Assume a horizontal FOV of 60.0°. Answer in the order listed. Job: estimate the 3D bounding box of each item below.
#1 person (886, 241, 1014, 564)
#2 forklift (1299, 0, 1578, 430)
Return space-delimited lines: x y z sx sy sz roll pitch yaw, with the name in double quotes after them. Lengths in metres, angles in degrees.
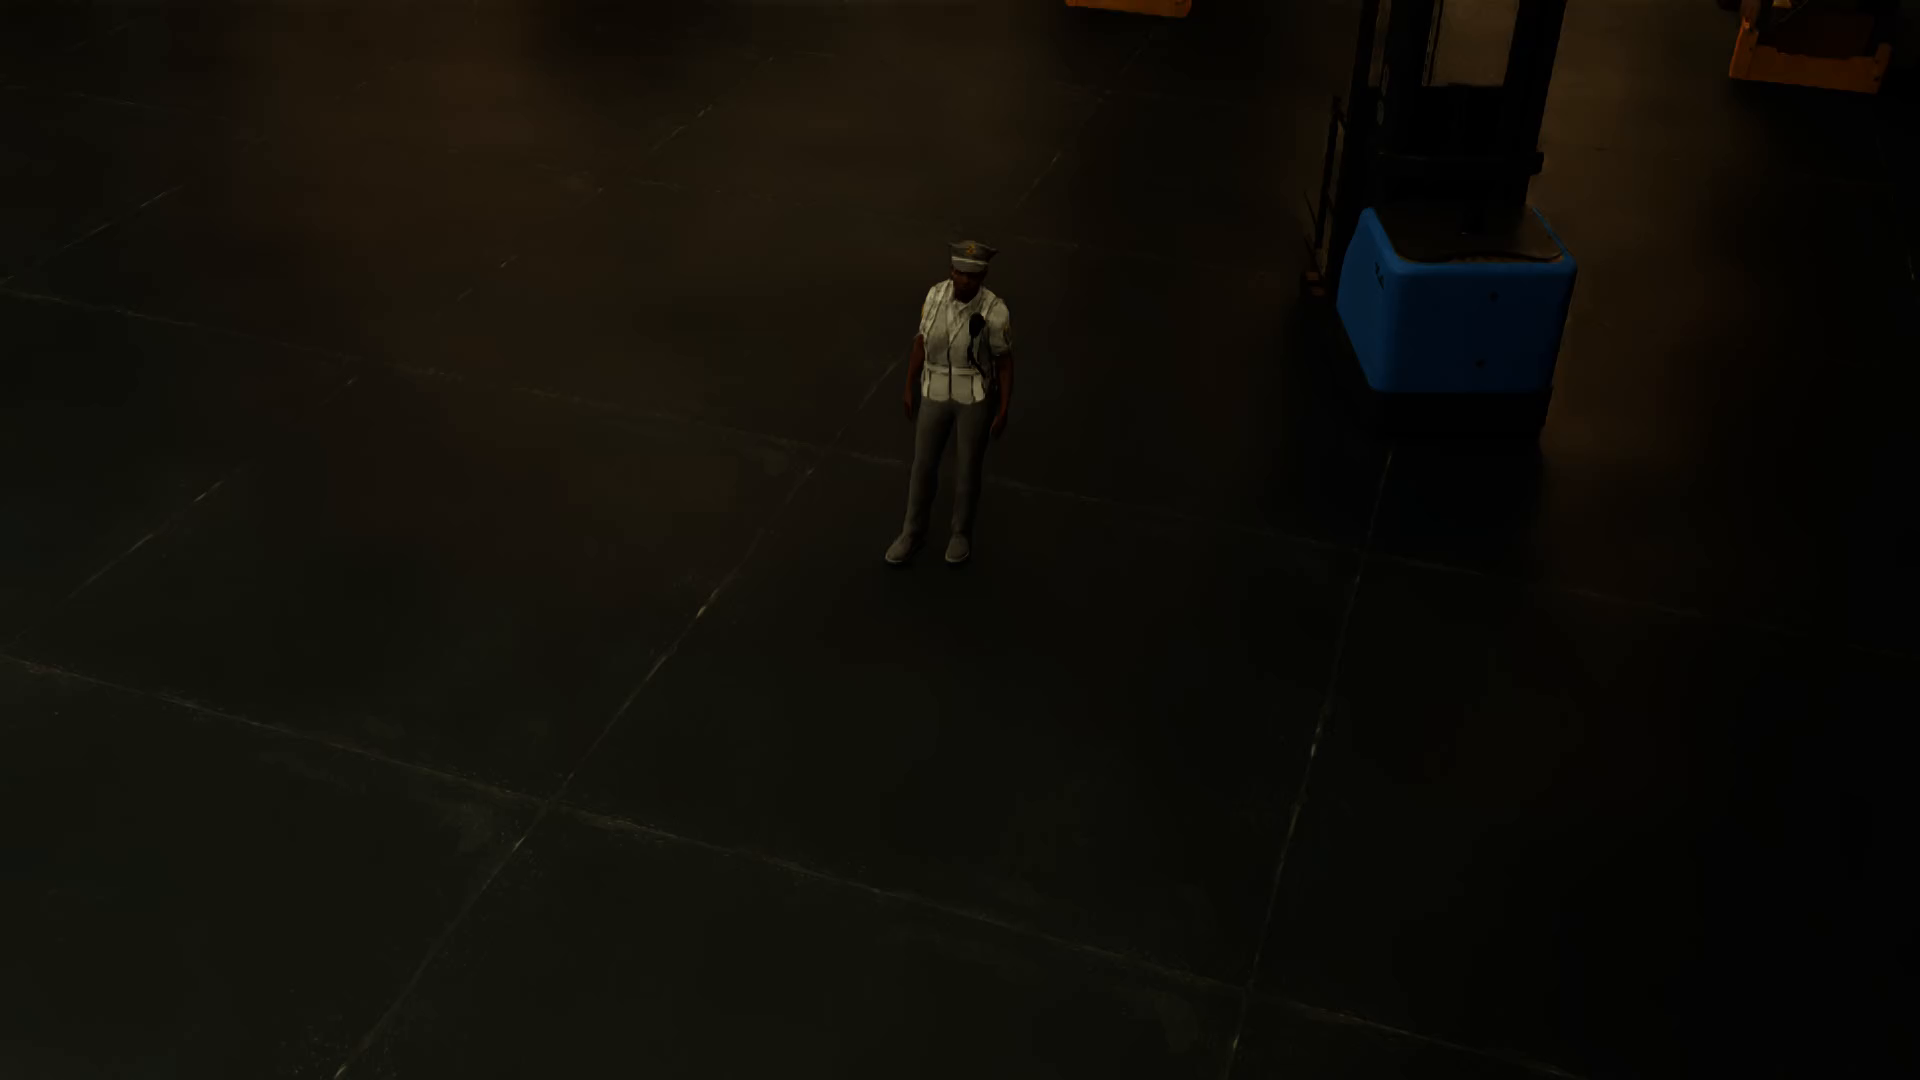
-0.044 -0.659 8.099 0.570 1.693 0.529 12 37 16 "person"
2.794 -2.636 9.829 1.130 2.935 3.031 0 35 0 "forklift"
